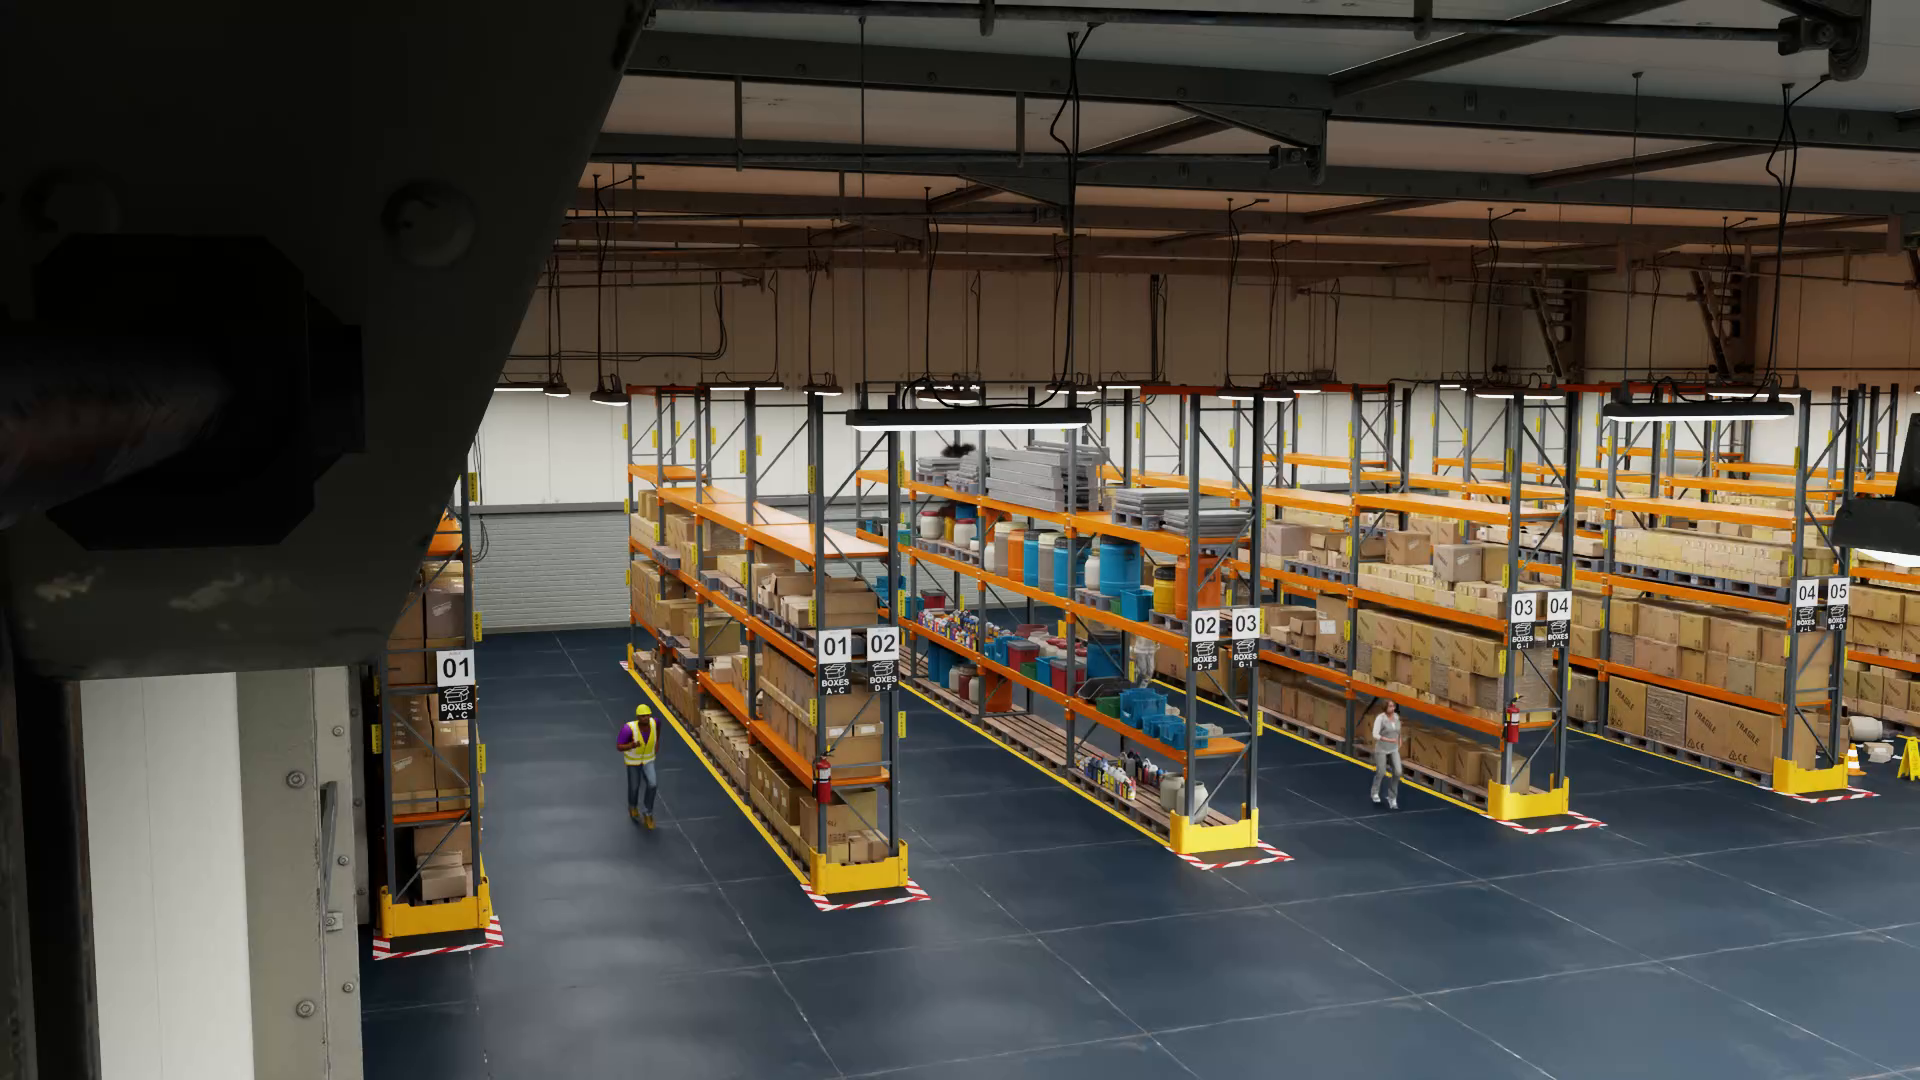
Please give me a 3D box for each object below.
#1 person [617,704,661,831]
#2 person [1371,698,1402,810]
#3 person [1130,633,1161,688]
[{"bbox_3d":[-4.431,3.102,23.004,0.684,1.754,0.936,-2,6,-23],"label":"person"},{"bbox_3d":[6.168,3.086,23.954,0.553,1.656,0.688,-2,6,-16],"label":"person"},{"bbox_3d":[3.571,2.184,32.148,0.677,1.706,0.772,-3,7,-26],"label":"person"}]
